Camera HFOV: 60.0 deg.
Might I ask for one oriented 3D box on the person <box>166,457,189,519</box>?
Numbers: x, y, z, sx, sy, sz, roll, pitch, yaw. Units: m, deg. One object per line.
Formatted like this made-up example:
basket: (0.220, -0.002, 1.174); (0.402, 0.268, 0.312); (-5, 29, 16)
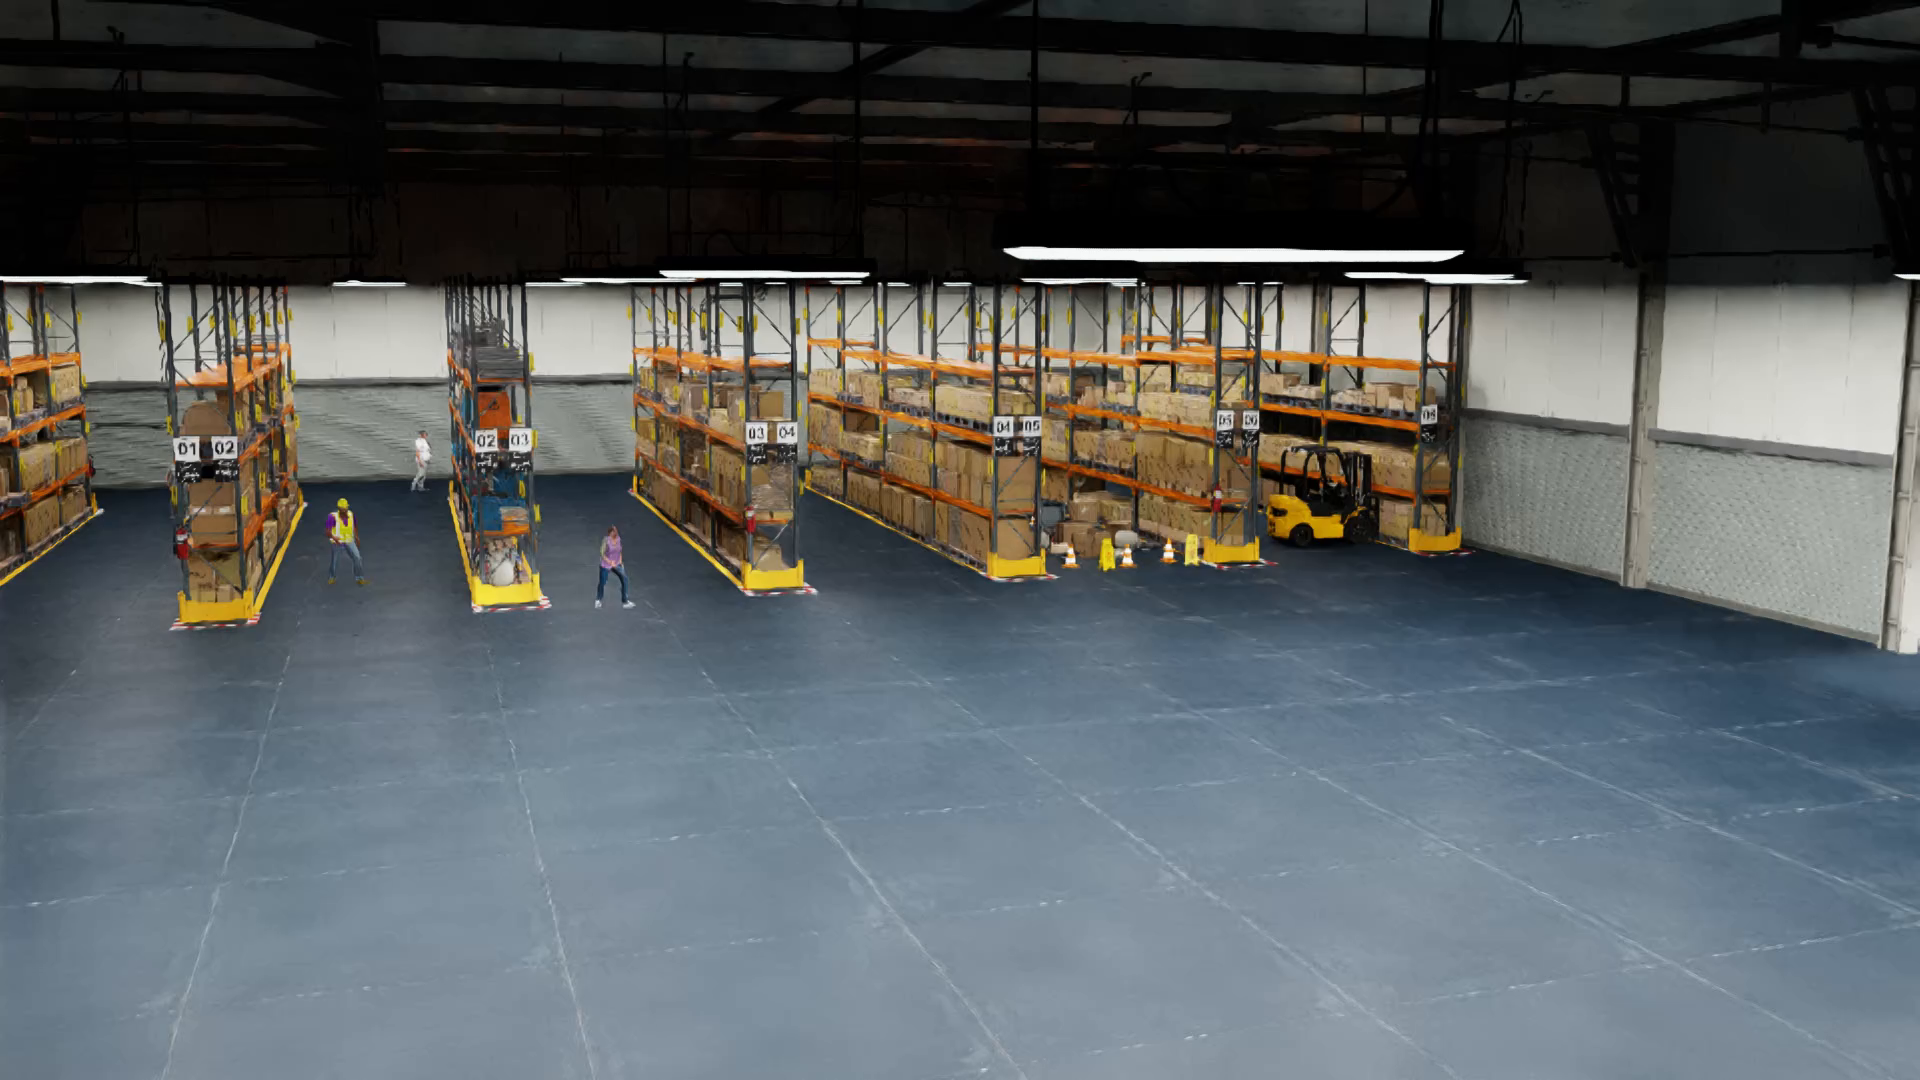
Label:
person: (-19.471, -1.317, 41.472); (0.580, 1.619, 0.507); (-3, 9, -20)

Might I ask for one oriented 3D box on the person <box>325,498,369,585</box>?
person: (-11.959, 0.024, 32.235); (0.712, 1.696, 0.827); (-6, 11, -36)

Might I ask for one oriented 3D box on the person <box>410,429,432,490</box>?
person: (-15.332, -2.266, 47.219); (0.507, 1.739, 0.712); (1, 9, 9)

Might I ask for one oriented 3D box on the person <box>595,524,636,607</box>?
person: (-6.277, 0.453, 29.988); (0.572, 1.520, 0.769); (-7, 11, -38)
